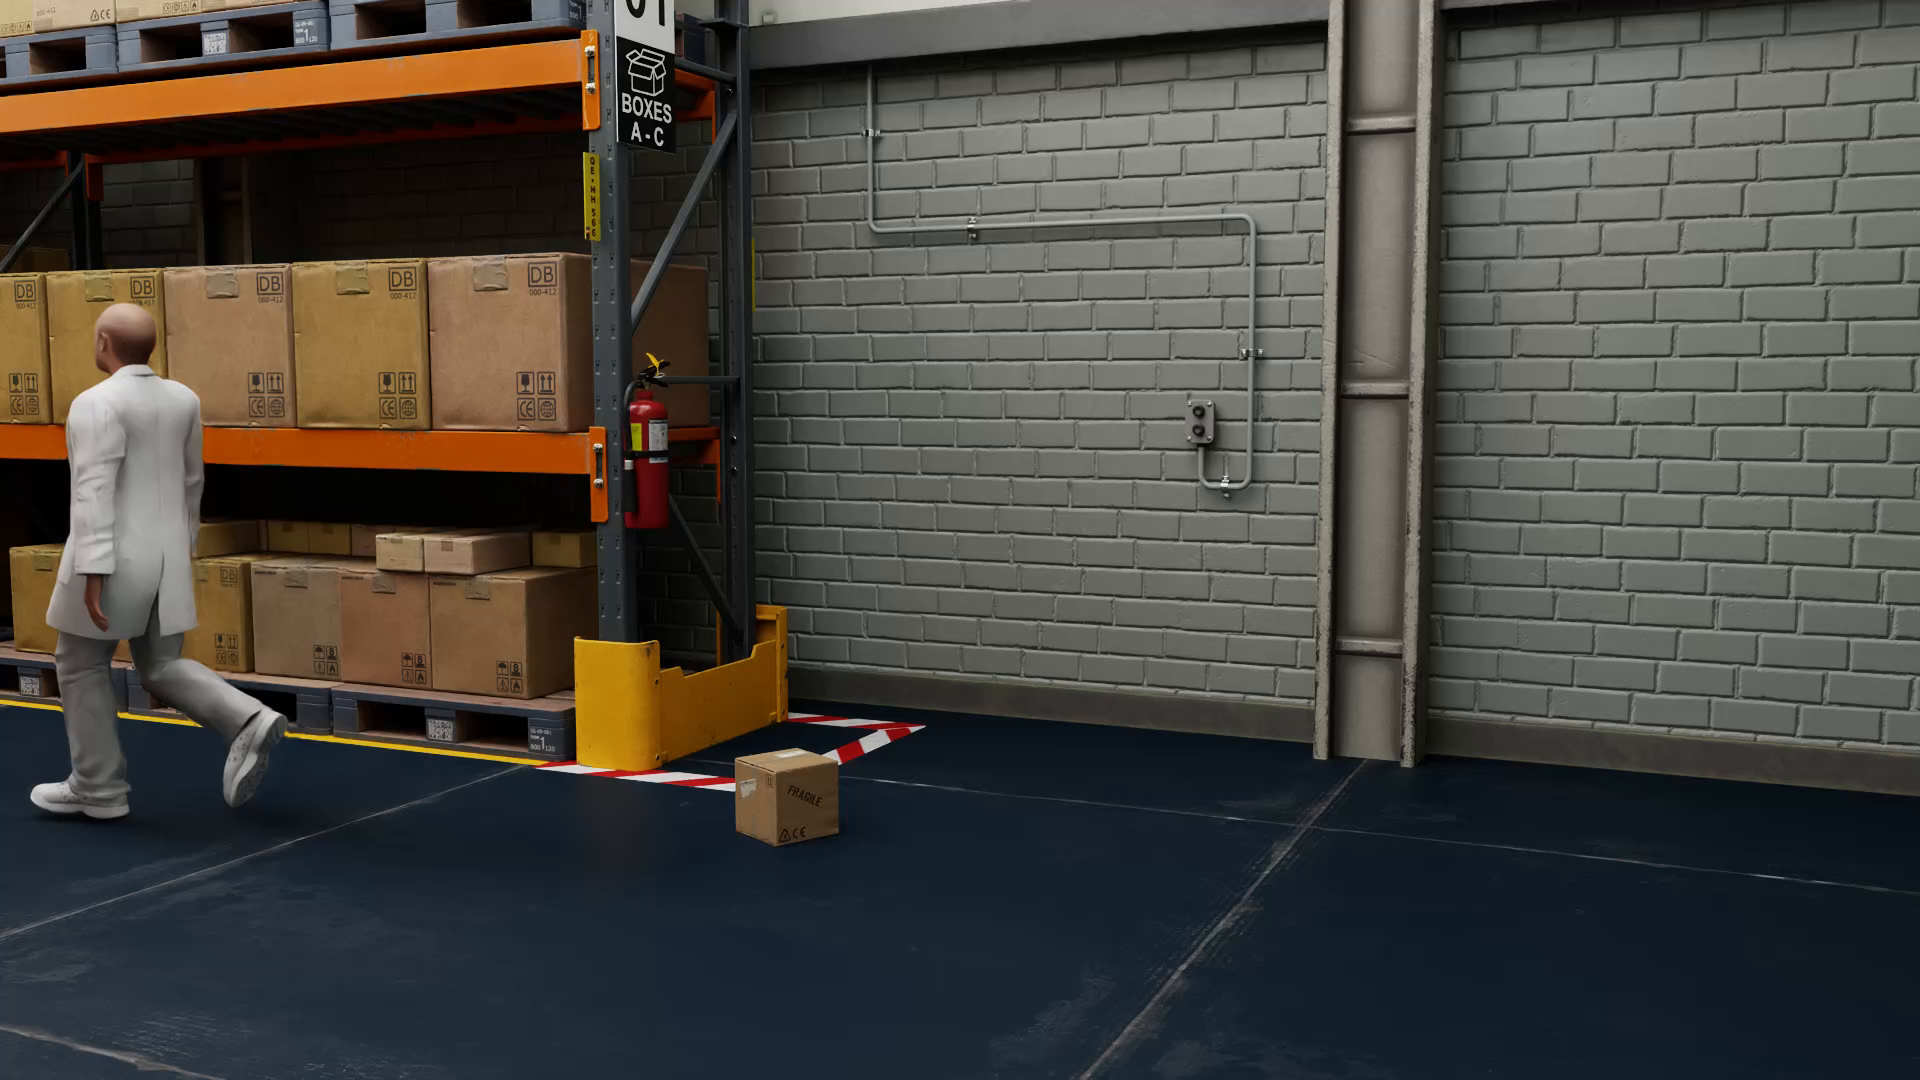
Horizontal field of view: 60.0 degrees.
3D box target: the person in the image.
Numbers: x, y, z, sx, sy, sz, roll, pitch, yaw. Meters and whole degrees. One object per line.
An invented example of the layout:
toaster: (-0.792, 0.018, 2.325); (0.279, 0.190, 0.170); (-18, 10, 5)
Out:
person: (-2.763, 0.075, 5.650); (0.893, 1.746, 0.629); (2, 6, 20)
